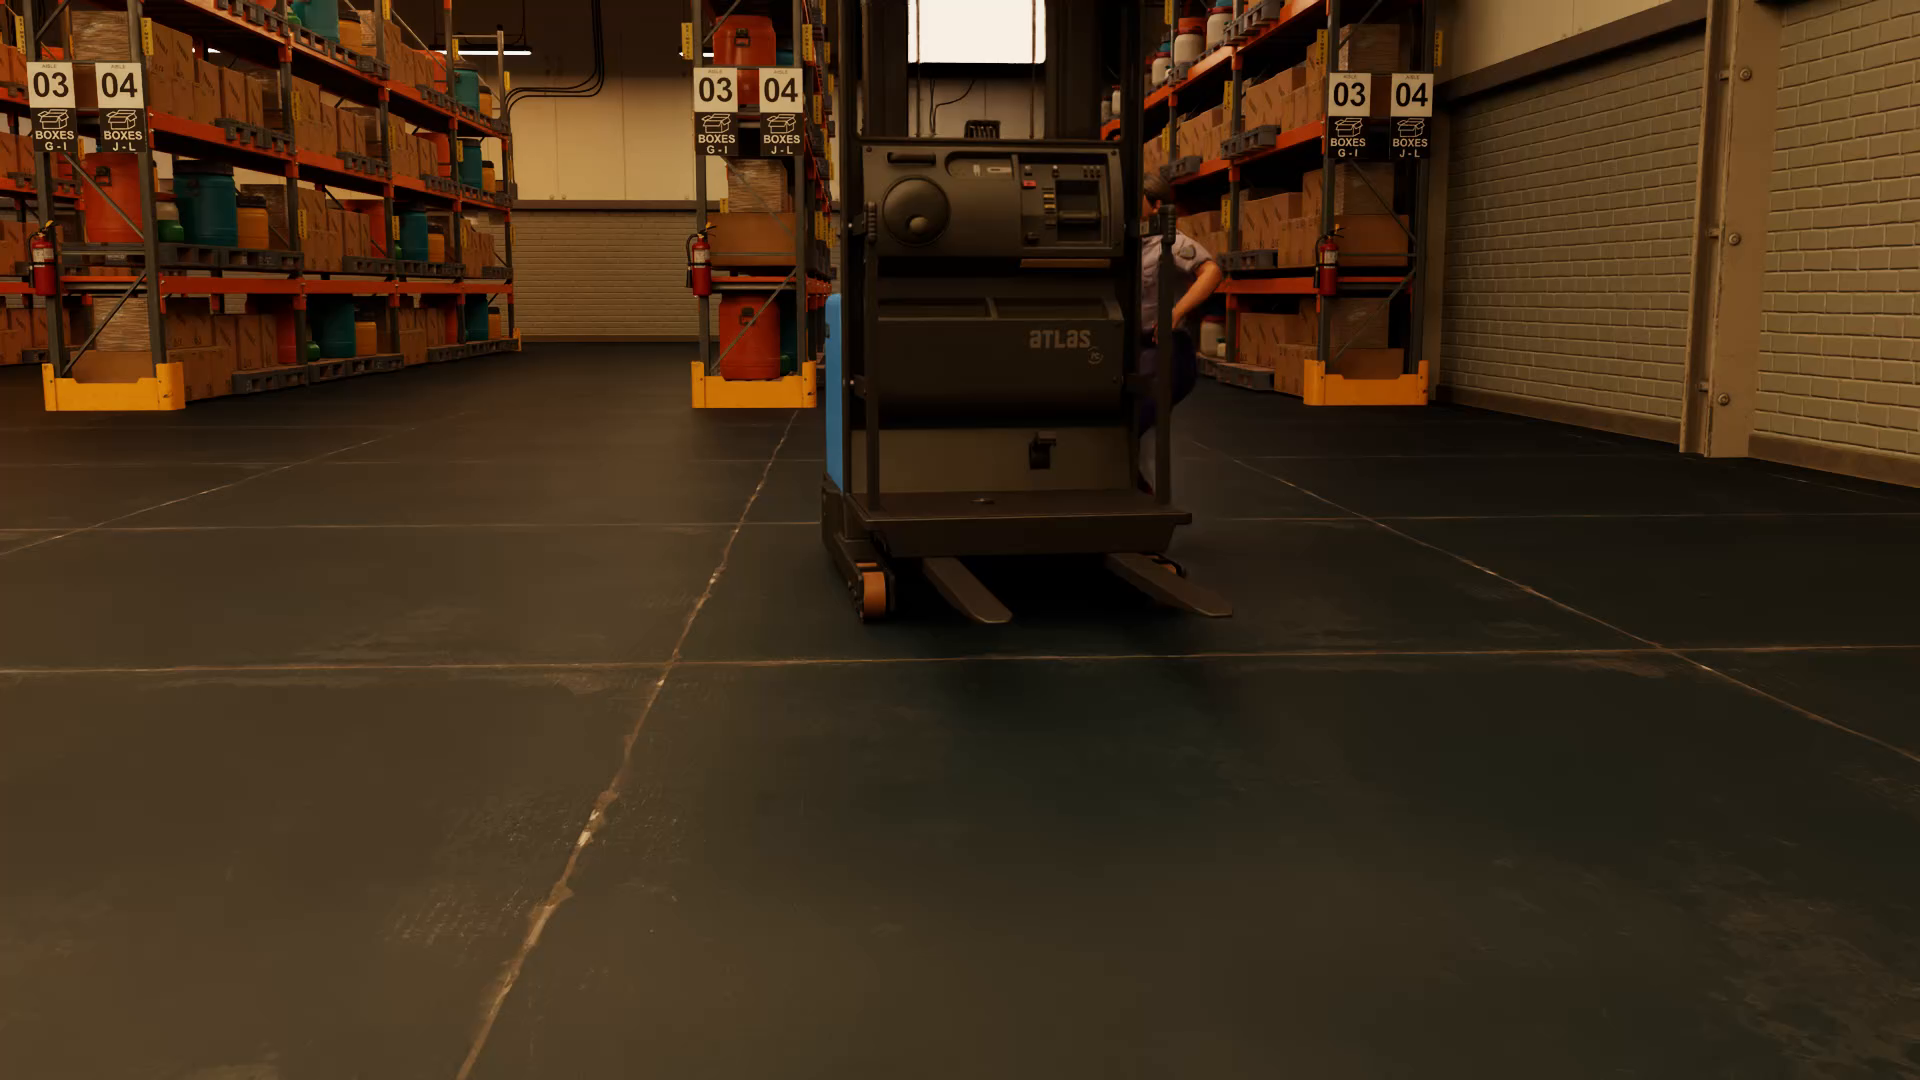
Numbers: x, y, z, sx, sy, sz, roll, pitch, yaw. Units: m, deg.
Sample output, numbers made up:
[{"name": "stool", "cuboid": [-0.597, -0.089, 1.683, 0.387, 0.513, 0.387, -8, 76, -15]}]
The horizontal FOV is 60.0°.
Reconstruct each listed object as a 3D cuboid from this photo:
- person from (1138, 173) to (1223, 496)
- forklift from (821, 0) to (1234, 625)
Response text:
[{"name": "person", "cuboid": [0.618, -0.750, 6.982, 0.763, 1.529, 0.957, -2, 9, -14]}, {"name": "forklift", "cuboid": [0.157, -1.241, 5.686, 1.130, 2.935, 3.031, -1, 9, -9]}]
